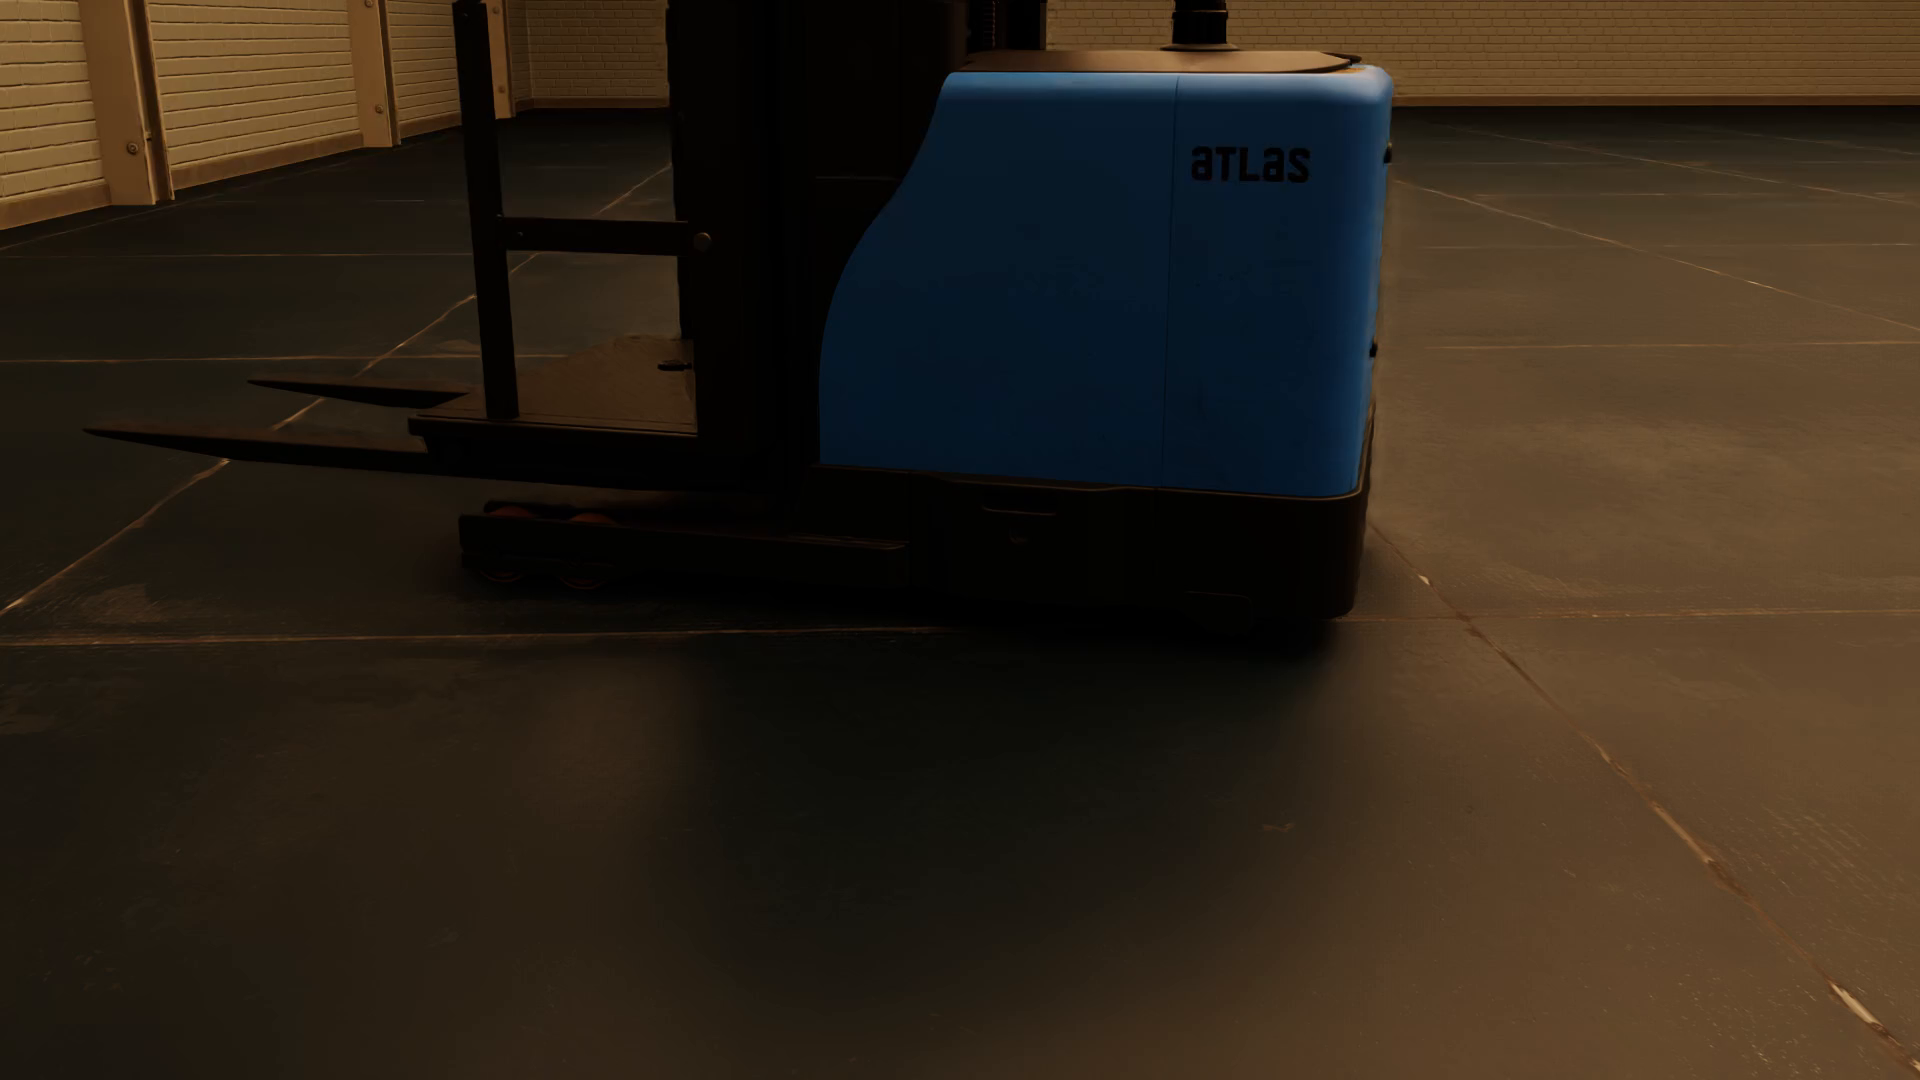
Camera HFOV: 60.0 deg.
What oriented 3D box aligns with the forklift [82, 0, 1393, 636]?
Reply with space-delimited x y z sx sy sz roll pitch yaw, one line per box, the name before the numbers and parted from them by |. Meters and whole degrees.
forklift | -0.586 -1.436 3.602 3.031 2.935 1.130 5 18 15
